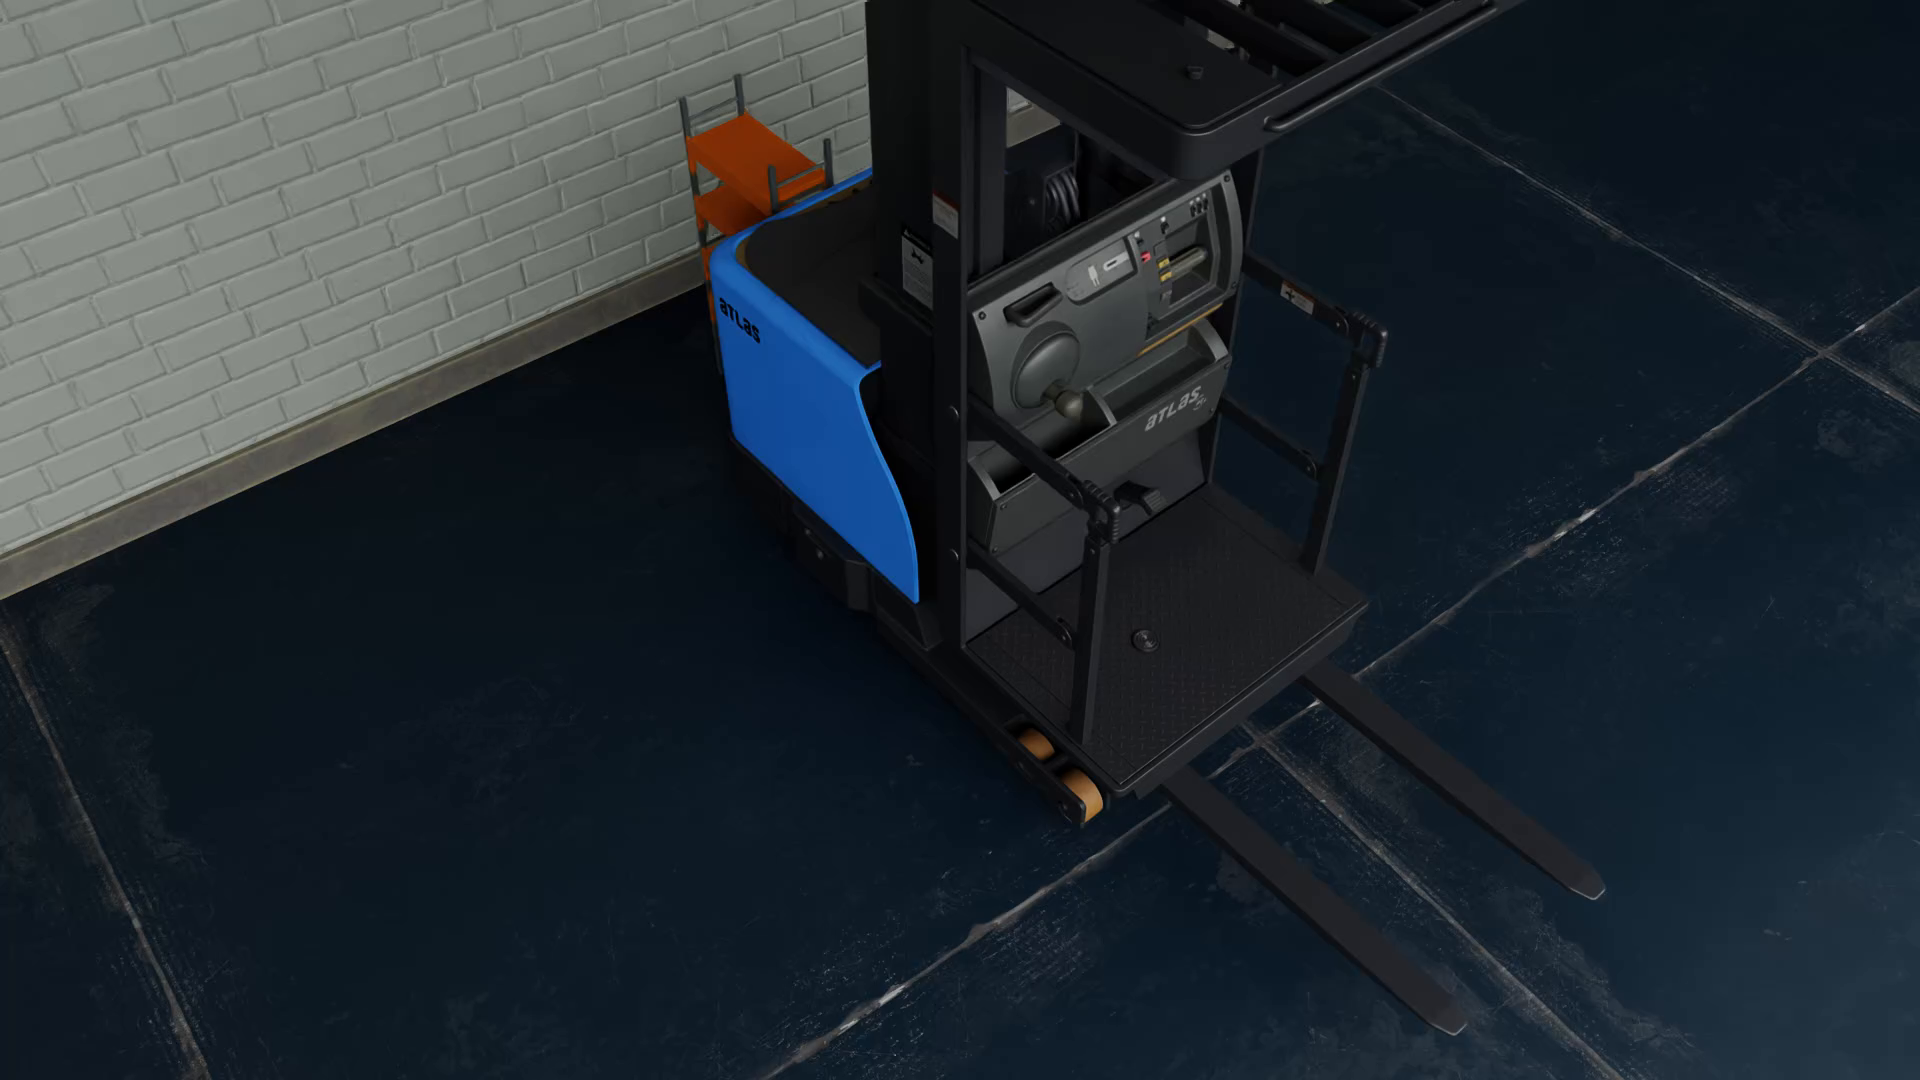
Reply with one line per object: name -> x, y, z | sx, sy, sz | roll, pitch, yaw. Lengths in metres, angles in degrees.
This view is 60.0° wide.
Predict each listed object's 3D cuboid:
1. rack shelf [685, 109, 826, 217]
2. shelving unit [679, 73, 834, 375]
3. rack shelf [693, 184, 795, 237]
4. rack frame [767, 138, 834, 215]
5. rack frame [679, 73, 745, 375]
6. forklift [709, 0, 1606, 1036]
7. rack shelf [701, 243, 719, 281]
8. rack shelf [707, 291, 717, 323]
rack shelf -> -0.665, -1.218, 5.514 | 0.258, 0.148, 0.480 | -32, 55, -26
shelving unit -> -0.665, -0.954, 5.805 | 0.258, 1.200, 0.503 | -32, 55, -26
rack shelf -> -0.665, -1.059, 5.689 | 0.258, 0.148, 0.480 | -32, 55, -26
rack frame -> -0.506, -0.817, 5.681 | 0.240, 1.200, 0.015 | -32, 55, -26
rack frame -> -0.824, -1.091, 5.930 | 0.240, 1.200, 0.015 | -32, 55, -26
forklift -> 0.545, -0.567, 4.286 | 1.130, 2.935, 3.031 | -32, 55, -26
rack shelf -> -0.665, -0.909, 5.855 | 0.258, 0.148, 0.480 | -32, 55, -26
rack shelf -> -0.665, -0.776, 6.002 | 0.258, 0.148, 0.480 | -32, 55, -26
